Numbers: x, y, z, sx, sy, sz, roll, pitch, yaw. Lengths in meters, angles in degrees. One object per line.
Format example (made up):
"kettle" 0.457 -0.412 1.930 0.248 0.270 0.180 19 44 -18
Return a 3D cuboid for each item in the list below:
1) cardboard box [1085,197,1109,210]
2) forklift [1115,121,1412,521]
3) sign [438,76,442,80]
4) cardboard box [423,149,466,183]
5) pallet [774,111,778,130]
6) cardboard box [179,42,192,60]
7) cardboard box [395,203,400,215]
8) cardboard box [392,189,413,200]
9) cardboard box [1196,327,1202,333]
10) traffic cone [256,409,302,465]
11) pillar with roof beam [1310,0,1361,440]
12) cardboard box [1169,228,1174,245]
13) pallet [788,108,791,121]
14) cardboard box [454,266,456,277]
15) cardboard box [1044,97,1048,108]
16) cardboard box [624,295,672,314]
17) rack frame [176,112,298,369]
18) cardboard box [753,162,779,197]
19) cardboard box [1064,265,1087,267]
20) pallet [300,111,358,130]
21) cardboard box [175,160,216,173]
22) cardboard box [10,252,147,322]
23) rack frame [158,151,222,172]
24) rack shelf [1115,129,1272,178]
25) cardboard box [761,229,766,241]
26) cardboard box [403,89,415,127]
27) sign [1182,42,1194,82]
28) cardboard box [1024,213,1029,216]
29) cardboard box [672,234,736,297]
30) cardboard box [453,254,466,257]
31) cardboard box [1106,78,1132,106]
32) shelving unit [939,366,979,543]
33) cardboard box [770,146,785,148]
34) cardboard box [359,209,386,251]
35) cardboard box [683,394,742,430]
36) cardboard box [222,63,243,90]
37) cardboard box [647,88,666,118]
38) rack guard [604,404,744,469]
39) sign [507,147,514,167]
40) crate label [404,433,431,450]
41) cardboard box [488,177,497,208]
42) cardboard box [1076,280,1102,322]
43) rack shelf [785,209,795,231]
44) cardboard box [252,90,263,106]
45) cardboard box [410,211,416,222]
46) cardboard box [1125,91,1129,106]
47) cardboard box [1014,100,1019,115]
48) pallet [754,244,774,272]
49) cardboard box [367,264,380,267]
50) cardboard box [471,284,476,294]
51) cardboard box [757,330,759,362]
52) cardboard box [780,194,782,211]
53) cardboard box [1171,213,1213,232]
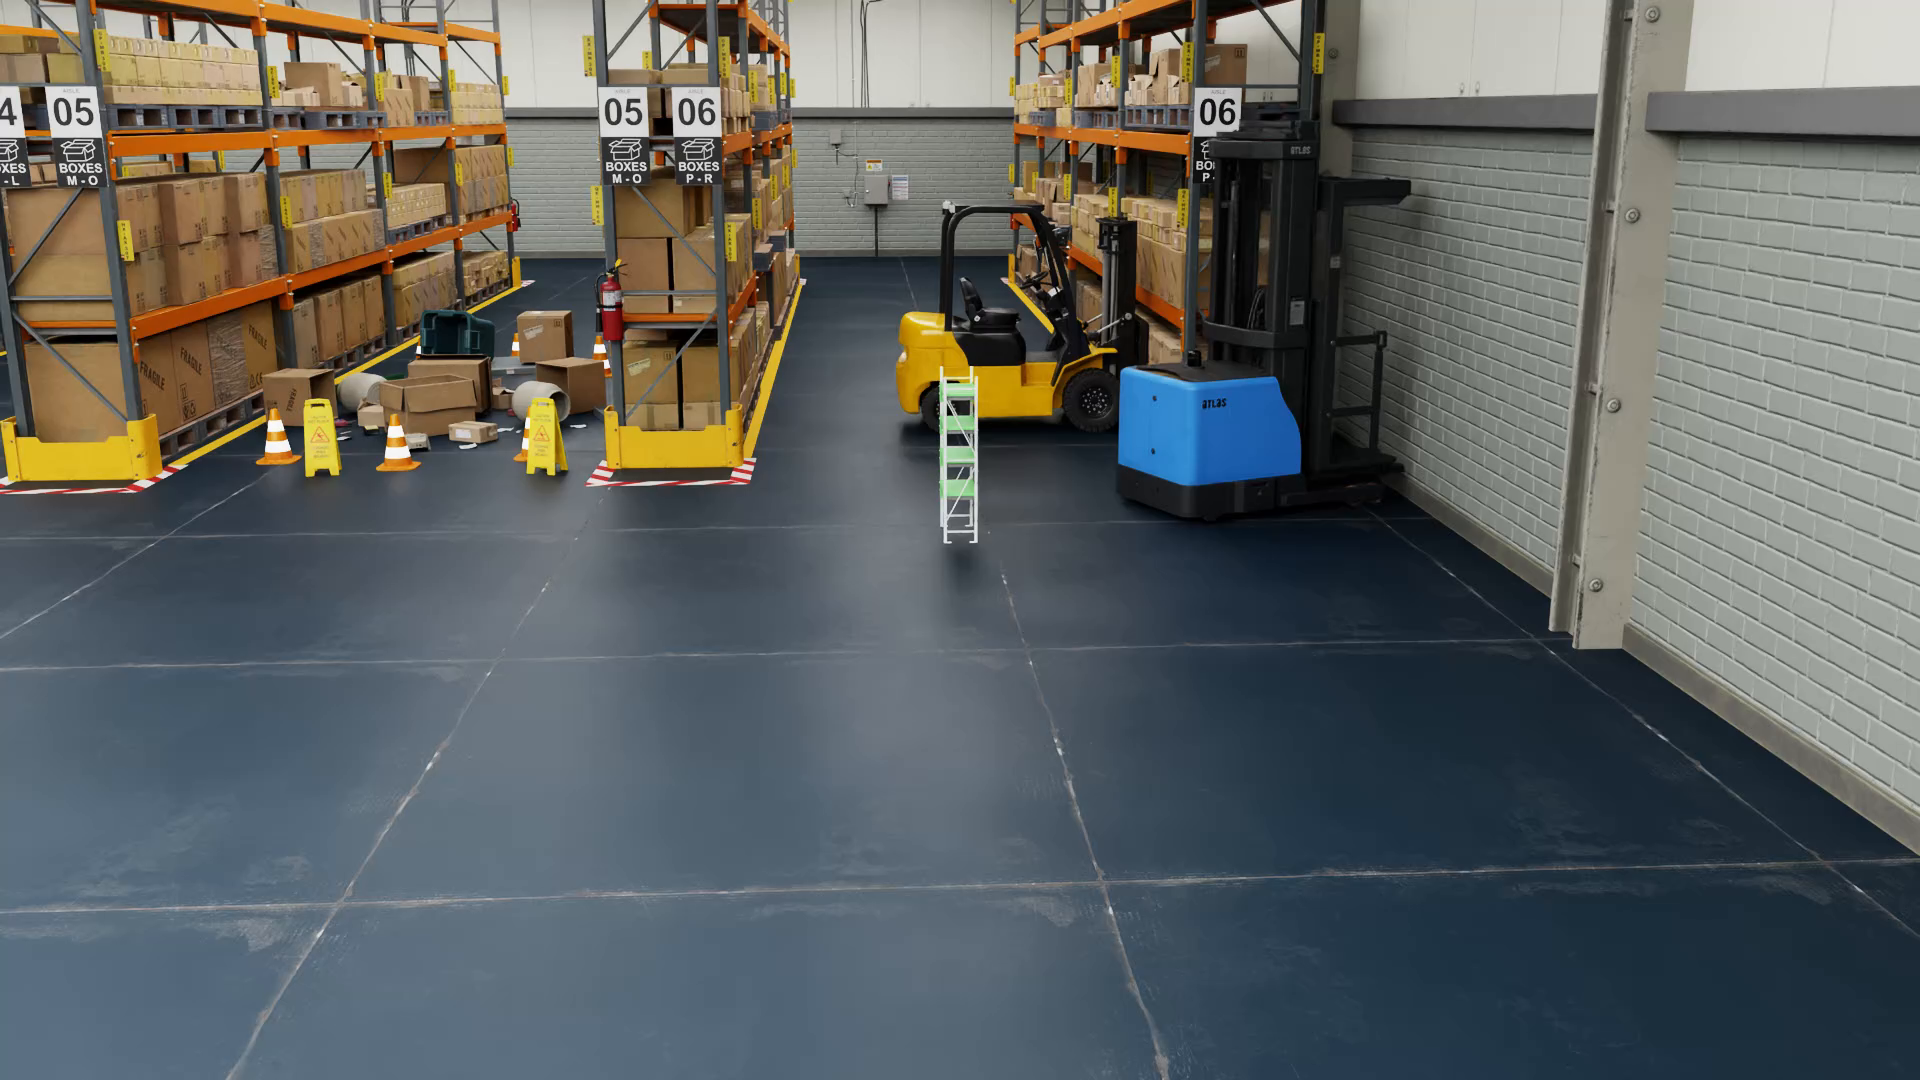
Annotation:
"cardboard box" 1.780 -4.254 21.039 0.380 0.149 0.250 -1 14 -3
"forklift" 2.785 -1.793 13.114 3.031 2.935 1.130 -7 16 -26
"sign" -8.959 -7.848 28.736 0.100 0.325 0.005 -1 14 -3
"cardboard box" -7.954 -5.779 25.662 0.500 0.500 0.500 -1 14 -2
"pallet" -2.739 -4.873 19.302 1.213 0.211 1.003 -1 14 -3
"cardboard box" -7.223 -4.438 15.097 0.380 0.149 0.250 -1 14 -3
"cardboard box" -7.790 -4.474 22.460 0.380 0.149 0.250 -1 14 -5
"cardboard box" -7.840 -4.806 23.152 0.380 0.149 0.250 0 14 -2
"cardboard box" 2.566 -1.908 16.090 0.500 0.250 0.500 -1 14 -4
"traffic cone" -6.042 -0.927 14.700 0.336 0.463 0.334 -1 14 -3
"pillar with roof beam" -0.978 -5.207 14.203 9.100 9.000 0.400 -1 14 -3
"cardboard box" 2.156 -2.816 15.447 0.380 0.149 0.250 -1 14 -4
"pallet" -3.427 -7.308 28.567 1.003 0.211 1.213 -1 14 -3
"cardboard box" -7.984 -4.186 25.959 0.380 0.149 0.250 0 14 -1
"cardboard box" 1.413 -6.350 24.128 0.380 0.149 0.250 -1 14 -2
"cardboard box" -2.729 -2.071 14.560 0.380 0.149 0.250 0 14 -2
"rack frame" -7.674 -2.996 17.652 1.000 3.000 0.127 -1 14 -3
"cardboard box" -2.859 -5.129 23.735 0.500 0.500 0.500 -1 14 -3
"cardboard box" 1.676 -3.858 23.873 0.380 0.149 0.250 -1 14 -4
"pallet" -7.757 -4.915 19.468 1.003 0.211 1.213 0 14 -1
"cardboard box" -13.082 -6.247 28.484 0.500 0.500 0.500 -1 14 -3
"cardboard box" -7.494 -2.166 14.123 0.875 0.550 0.550 -1 14 -3
"rack frame" -13.374 -5.929 29.051 1.000 3.000 0.127 -1 14 -3
"rack shelf" 2.338 -3.782 16.131 1.077 0.370 4.000 -1 14 -3
"cardboard box" -2.512 -3.647 19.841 0.380 0.149 0.250 0 14 -1
"cardboard box" -7.766 -5.887 22.666 0.500 0.500 0.500 -1 14 -3
"sign" 1.920 -4.019 13.989 0.100 0.325 0.005 -1 14 -3
"cardboard box" 1.284 -5.566 28.143 0.380 0.149 0.250 -1 14 -2
"cardboard box" -2.244 -2.418 14.605 0.500 0.500 0.500 -1 14 -4
"cardboard box" -8.601 -4.764 28.208 0.380 0.149 0.250 -2 15 -6
"cardboard box" 1.926 -5.013 18.606 0.500 0.311 0.500 -1 14 -5
"shelving unit" -0.010 -0.622 12.037 0.258 1.200 0.503 -1 14 -3
"cardboard box" -3.071 -6.396 27.356 0.380 0.149 0.250 -1 14 -3
"cardboard box" -7.626 -3.932 21.087 0.500 0.500 0.500 -1 14 -3
"cardboard box" -2.266 -1.180 15.267 0.500 0.250 0.500 -1 14 -4
"cardboard box" -7.356 -4.528 16.246 0.500 0.250 0.500 -1 14 -4
"cardboard box" -2.793 -3.750 14.267 0.500 0.250 0.500 -1 14 -4
"rack guard" -2.497 -0.911 14.565 1.175 0.500 0.348 -1 14 -3
"sign" -7.862 -6.698 29.082 0.100 0.325 0.005 -1 14 -3
"crate label" -5.003 -0.897 15.236 0.250 0.136 0.298 -9 17 -32
"cardboard box" -8.065 -5.811 27.795 0.500 0.500 0.500 -1 14 -3
"cardboard box" 1.991 -3.068 21.855 0.875 0.625 0.625 0 14 -2
"rack shelf" -3.359 -5.237 27.803 1.077 0.370 4.000 -1 14 -3
"cardboard box" -7.332 -4.493 16.912 0.380 0.149 0.250 -1 14 -4
"cardboard box" -7.832 -4.517 23.224 0.380 0.149 0.250 -1 14 -3
"cardboard box" 1.939 -4.642 17.489 0.380 0.149 0.250 -1 14 -2
"cardboard box" 1.225 -7.569 29.110 0.500 0.250 0.500 -1 14 -4
"pallet" -2.642 -3.197 18.818 1.003 0.211 1.213 -1 14 -3
"cardboard box" -8.268 -3.639 22.817 0.500 0.250 0.500 -1 14 -3
"cardboard box" -7.888 -3.970 26.316 0.380 0.149 0.250 0 14 -2
"cardboard box" -2.775 -2.159 18.829 0.950 0.372 0.625 -1 14 -3
"cardboard box" -2.927 -5.027 24.842 0.500 0.250 0.500 -1 14 -2
"cardboard box" 2.140 -2.899 15.173 0.380 0.149 0.250 -1 14 -2
